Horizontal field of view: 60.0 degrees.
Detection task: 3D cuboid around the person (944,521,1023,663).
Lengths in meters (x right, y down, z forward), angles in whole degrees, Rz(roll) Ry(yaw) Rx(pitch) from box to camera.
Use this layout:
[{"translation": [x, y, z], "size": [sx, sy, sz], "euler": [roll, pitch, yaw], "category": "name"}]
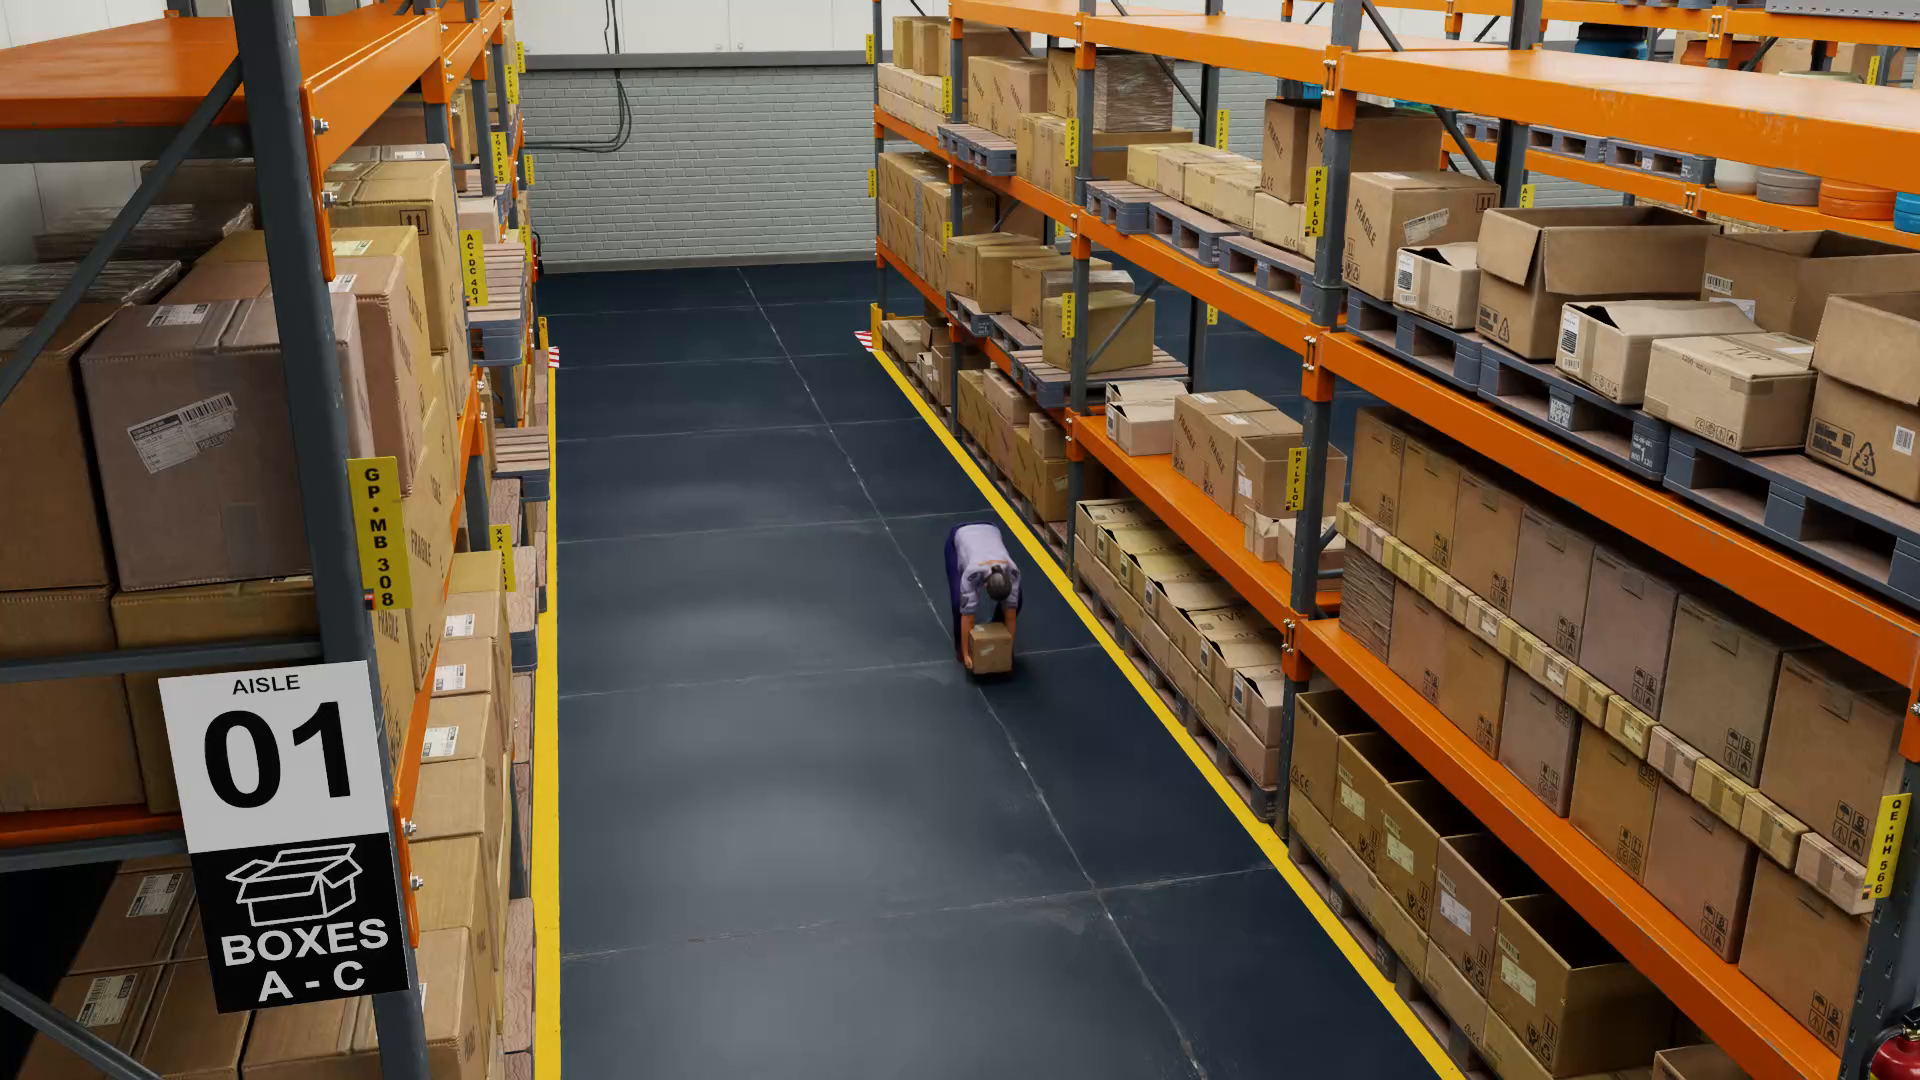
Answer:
[{"translation": [0.140, 0.346, 11.242], "size": [0.492, 0.898, 0.453], "euler": [-6, 21, -16], "category": "person"}]
